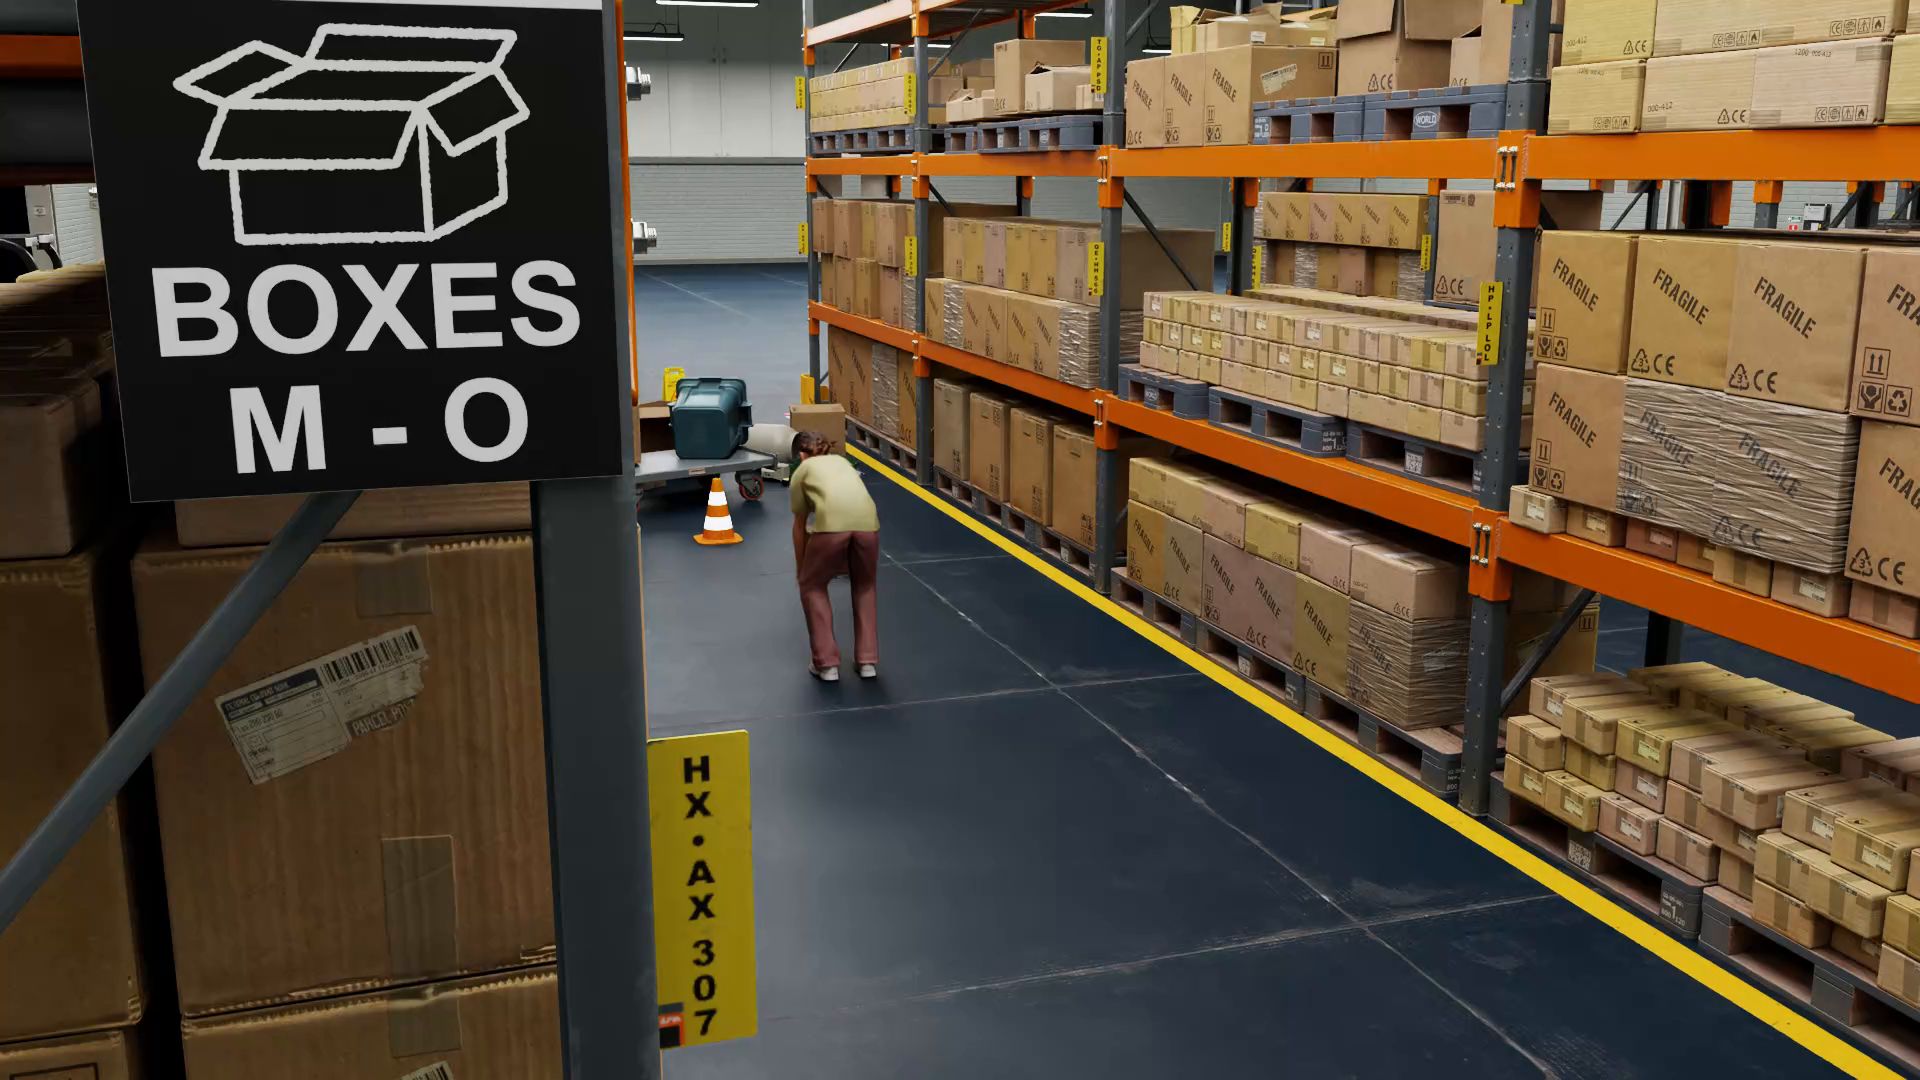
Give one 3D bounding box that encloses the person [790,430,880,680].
[{"bbox_3d":[-0.699,0.070,9.097,0.426,1.272,0.820,-5,13,-20],"label":"person"}]
